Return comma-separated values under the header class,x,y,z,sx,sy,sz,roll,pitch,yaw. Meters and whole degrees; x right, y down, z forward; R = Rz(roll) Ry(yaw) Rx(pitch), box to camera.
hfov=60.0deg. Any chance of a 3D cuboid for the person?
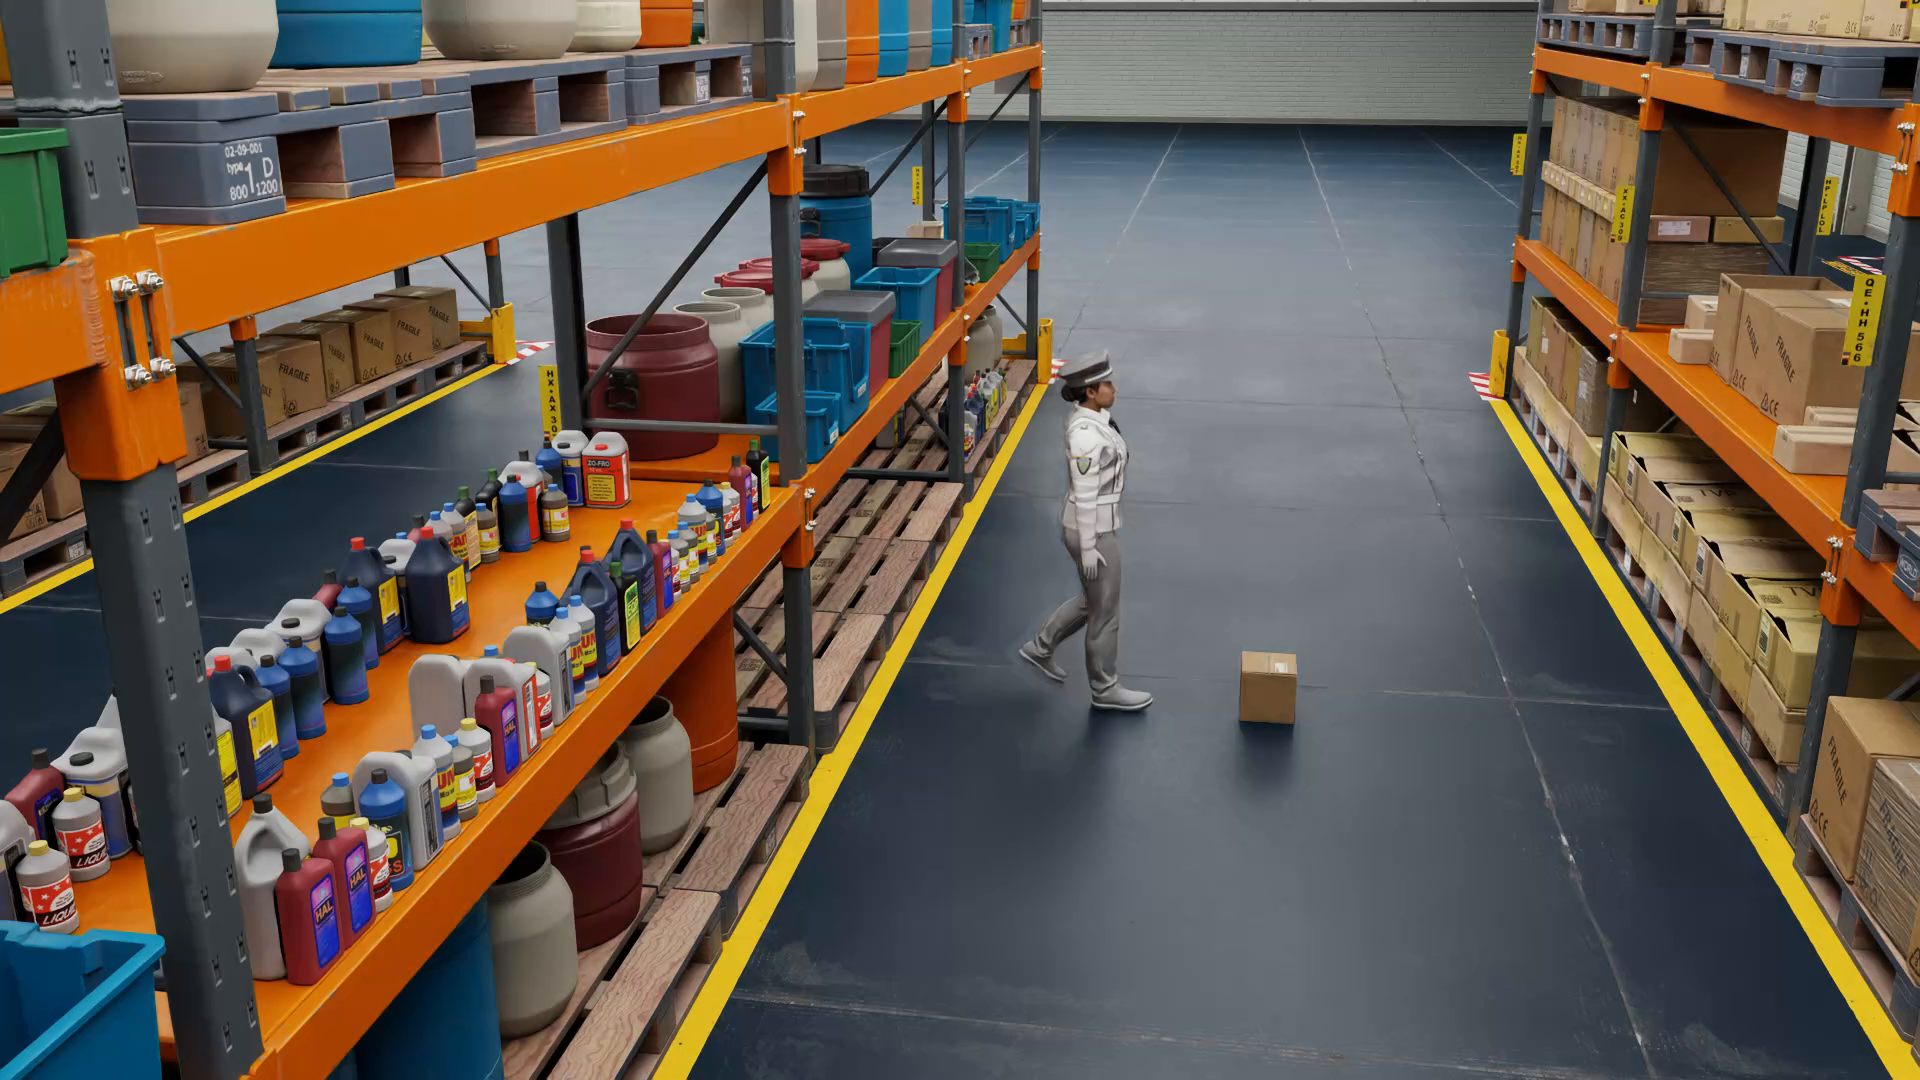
class,x,y,z,sx,sy,sz,roll,pitch,yaw
person,0.588,-0.049,7.627,0.641,1.681,0.497,1,18,3
